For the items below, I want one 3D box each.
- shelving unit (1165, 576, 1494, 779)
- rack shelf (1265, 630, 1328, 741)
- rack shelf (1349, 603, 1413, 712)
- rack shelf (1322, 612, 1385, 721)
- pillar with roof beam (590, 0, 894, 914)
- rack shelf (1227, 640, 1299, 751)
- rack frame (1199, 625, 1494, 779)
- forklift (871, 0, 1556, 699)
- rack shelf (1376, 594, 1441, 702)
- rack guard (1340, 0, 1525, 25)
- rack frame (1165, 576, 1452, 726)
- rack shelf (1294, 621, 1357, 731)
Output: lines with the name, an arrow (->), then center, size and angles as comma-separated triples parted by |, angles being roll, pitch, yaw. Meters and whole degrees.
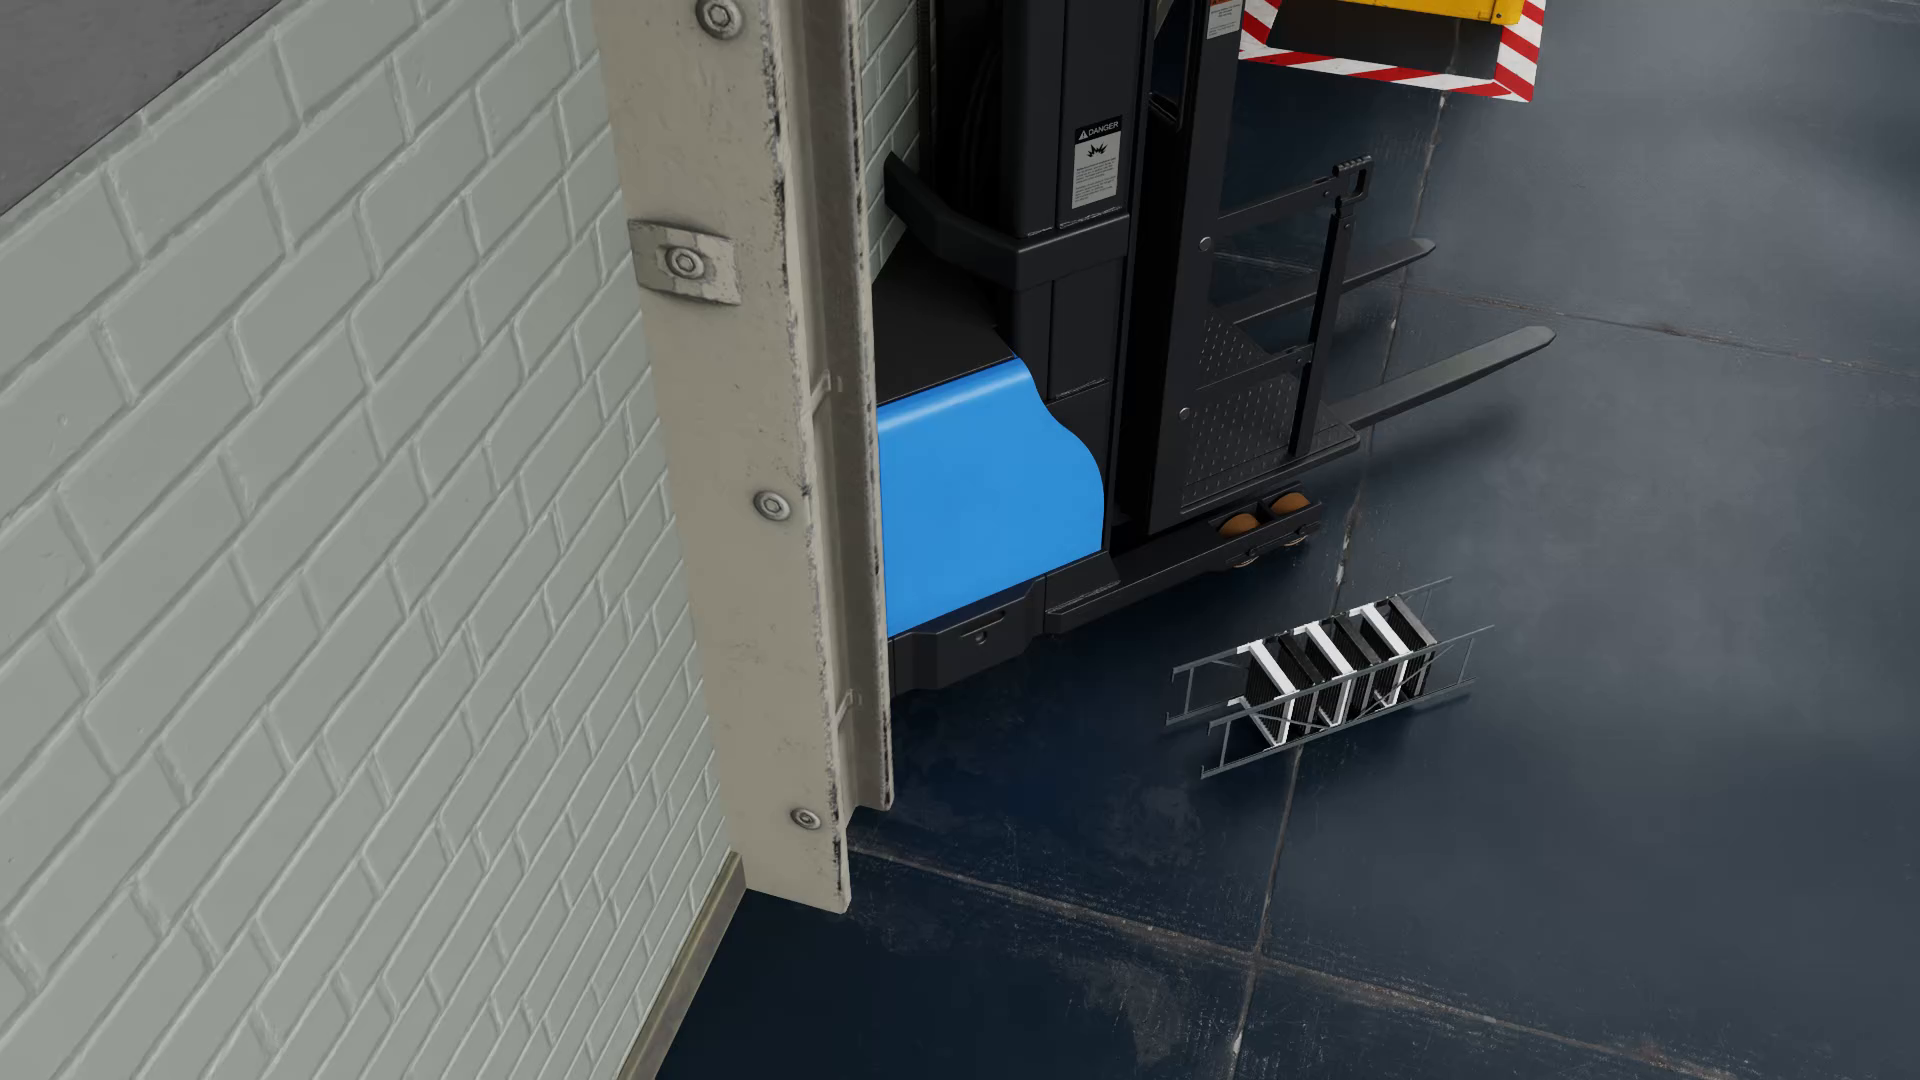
shelving unit -> 1.031, 0.379, 4.652 | 0.900, 0.258, 0.210 | -16, 47, -16
rack shelf -> 0.918, 0.412, 4.618 | 0.077, 0.258, 0.200 | -16, 47, -16
rack shelf -> 1.166, 0.339, 4.693 | 0.077, 0.258, 0.200 | -16, 47, -16
rack shelf -> 1.083, 0.364, 4.668 | 0.077, 0.258, 0.200 | -16, 47, -16
pillar with roof beam -> 3.719, -1.508, 0.357 | 9.100, 9.000, 0.400 | 13, 46, 13
rack shelf -> 0.835, 0.437, 4.593 | 0.077, 0.258, 0.200 | -16, 47, -16
rack frame -> 1.071, 0.445, 4.585 | 0.900, 0.240, 0.006 | -16, 47, -16
forklift -> 0.546, -1.264, 4.447 | 3.031, 2.935, 1.130 | -22, 48, -21
rack shelf -> 1.249, 0.315, 4.718 | 0.077, 0.258, 0.200 | -16, 47, -16
rack guard -> 2.069, -2.783, 7.736 | 1.175, 0.500, 0.348 | 13, 46, 13
rack frame -> 0.992, 0.313, 4.719 | 0.900, 0.240, 0.006 | -16, 47, -16
rack shelf -> 1.001, 0.388, 4.643 | 0.077, 0.258, 0.200 | -16, 47, -16
